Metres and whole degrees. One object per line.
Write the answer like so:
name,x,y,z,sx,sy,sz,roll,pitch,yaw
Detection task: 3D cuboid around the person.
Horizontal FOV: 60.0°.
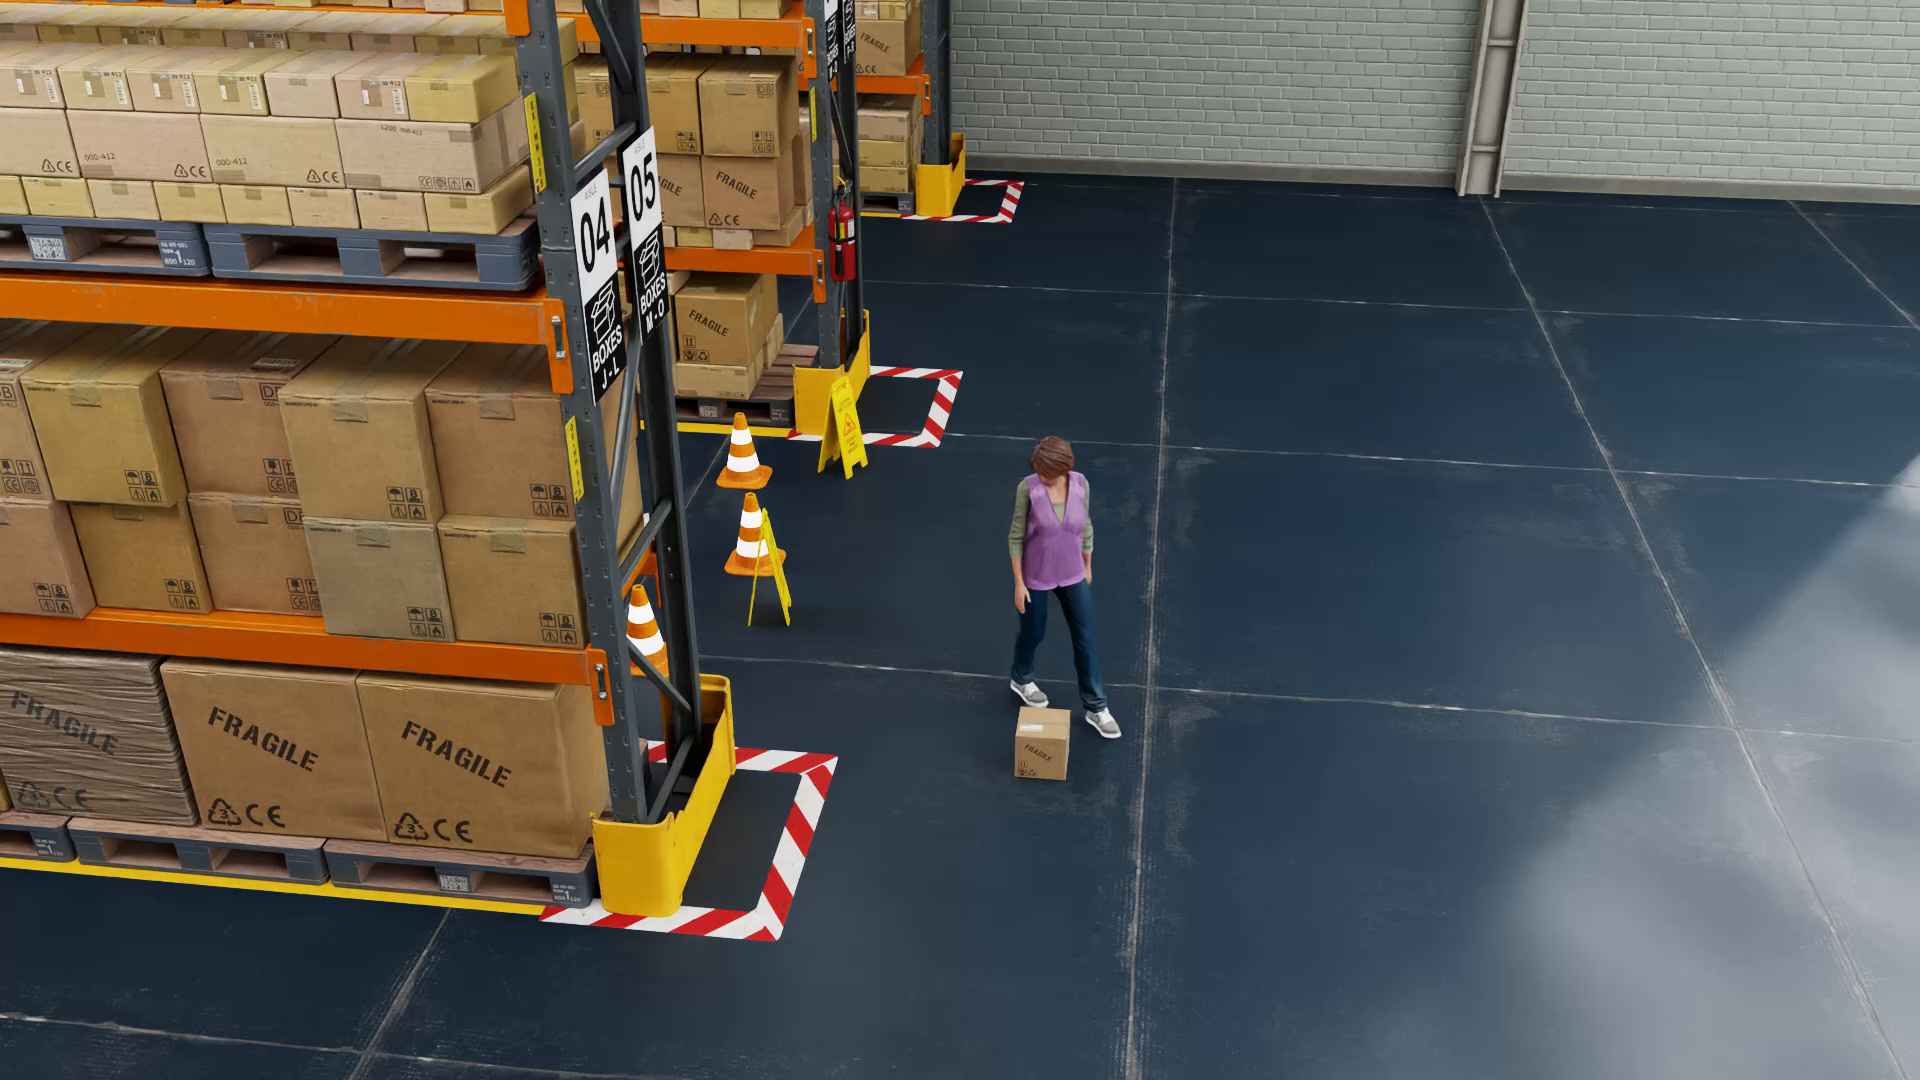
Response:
person,0.470,0.252,8.336,0.473,1.294,0.528,-7,30,-13
